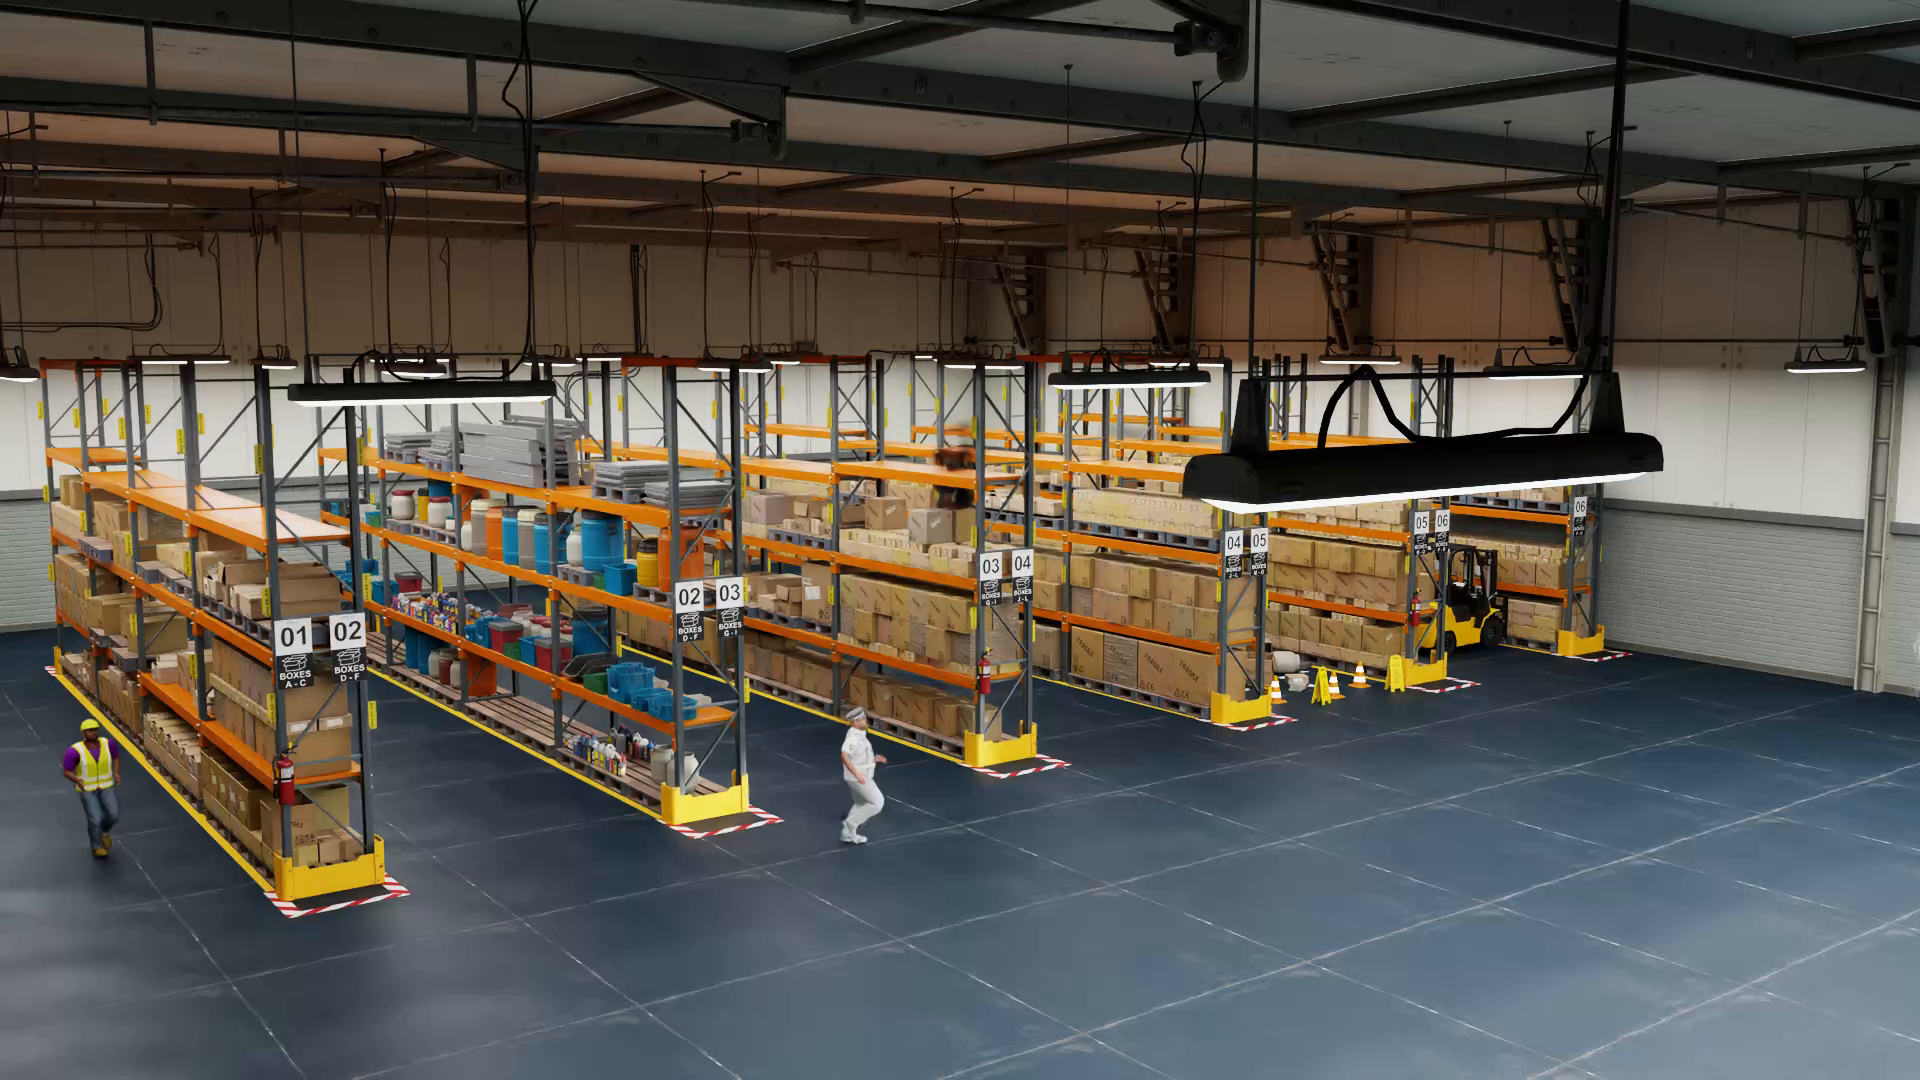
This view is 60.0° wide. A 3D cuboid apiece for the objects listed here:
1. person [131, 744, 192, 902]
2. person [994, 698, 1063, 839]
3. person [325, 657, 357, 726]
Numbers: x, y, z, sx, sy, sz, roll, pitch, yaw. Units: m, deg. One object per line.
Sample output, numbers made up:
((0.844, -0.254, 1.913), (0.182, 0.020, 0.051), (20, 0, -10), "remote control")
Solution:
((-9.023, 3.214, 18.857), (0.759, 1.849, 0.723), (6, 9, 42), "person")
((0.882, 2.924, 21.193), (0.876, 1.842, 0.630), (-1, 7, -7), "person")
((-10.148, 2.260, 27.409), (0.579, 1.583, 0.605), (7, 9, 43), "person")
